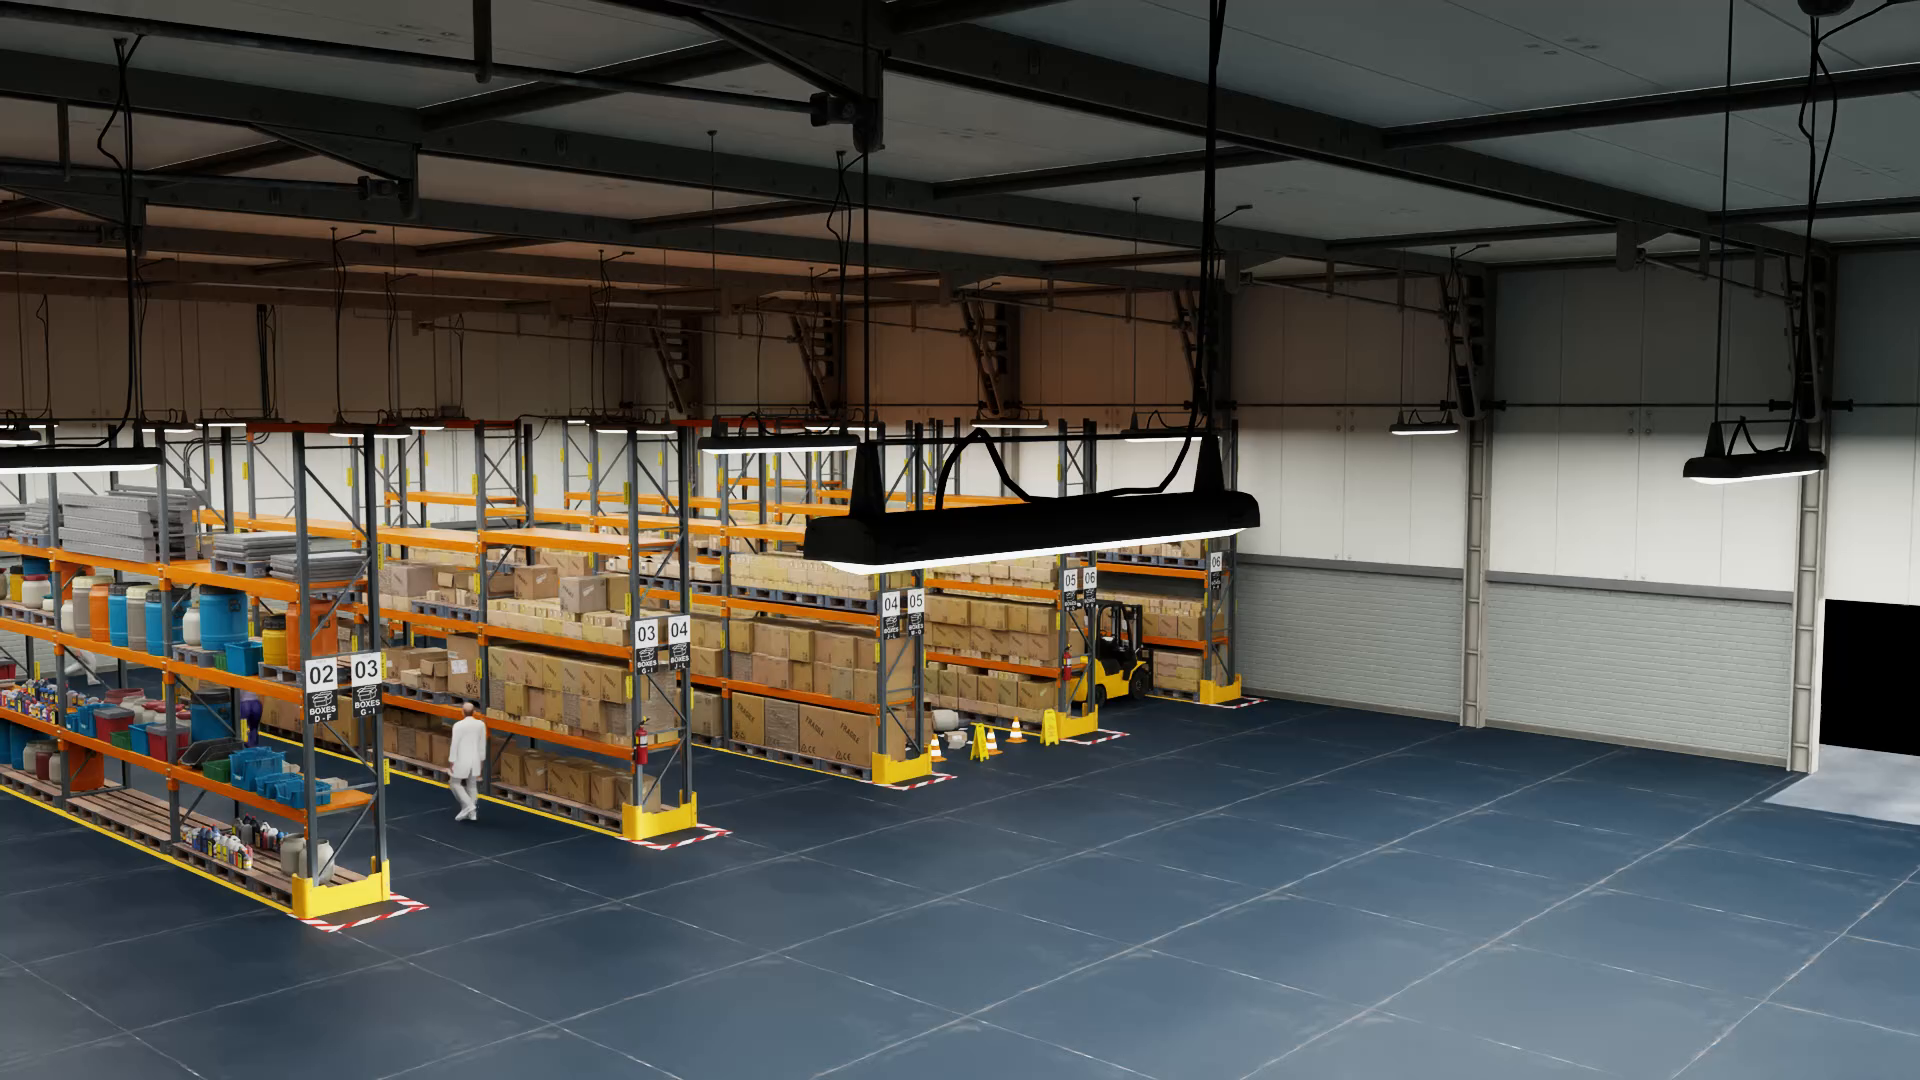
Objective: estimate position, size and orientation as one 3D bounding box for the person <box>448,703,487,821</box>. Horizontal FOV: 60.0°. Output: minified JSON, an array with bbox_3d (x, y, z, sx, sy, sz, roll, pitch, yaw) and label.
[{"bbox_3d":[-7.467,3.368,25.262,0.535,1.778,0.620,5,7,45],"label":"person"}]

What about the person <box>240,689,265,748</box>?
[{"bbox_3d":[-12.731,3.086,29.874,0.638,1.623,0.567,4,6,44],"label":"person"}]

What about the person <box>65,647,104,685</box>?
[{"bbox_3d":[-19.784,2.404,37.370,0.883,1.718,0.539,-3,6,-34],"label":"person"}]
